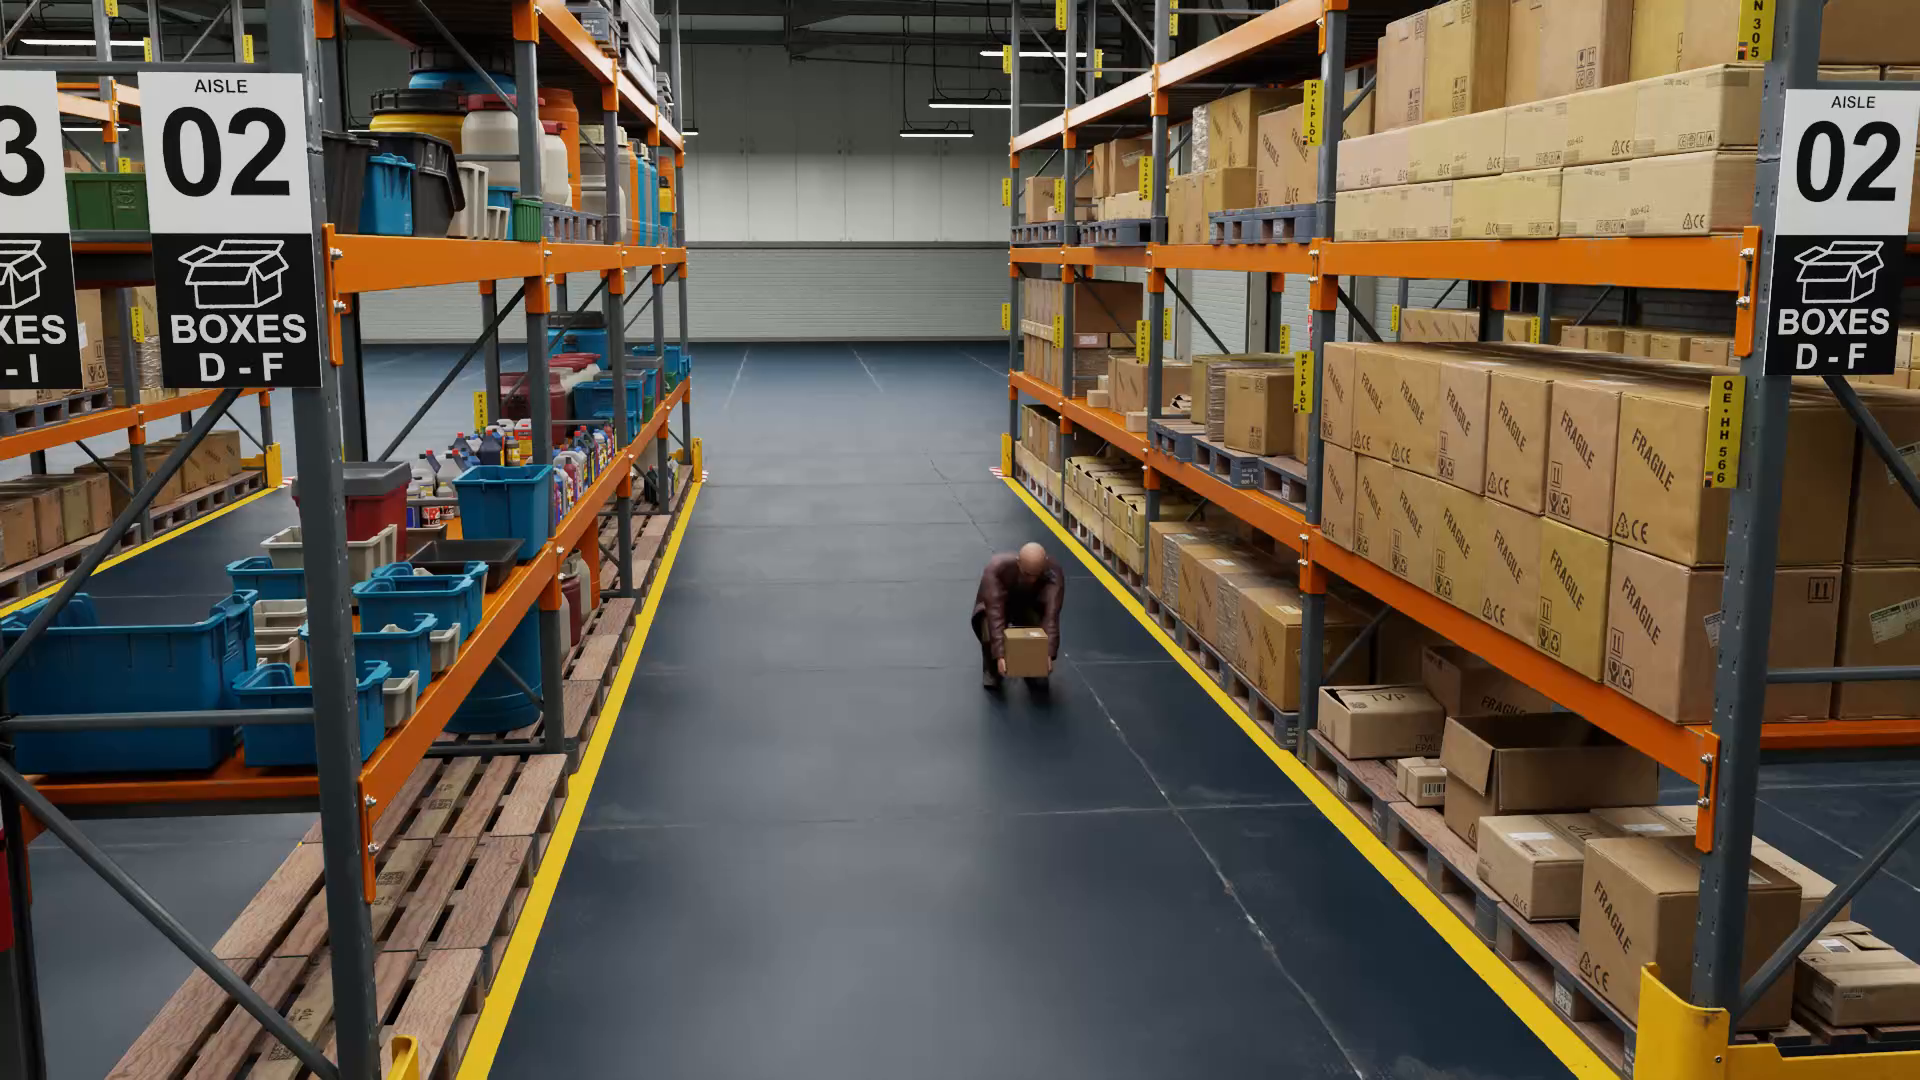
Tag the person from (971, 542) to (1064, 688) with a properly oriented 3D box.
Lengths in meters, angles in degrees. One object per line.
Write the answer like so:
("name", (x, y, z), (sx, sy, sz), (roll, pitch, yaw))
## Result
("person", (0.364, 0.466, 10.559), (0.577, 0.996, 0.936), (-1, 10, -7))
